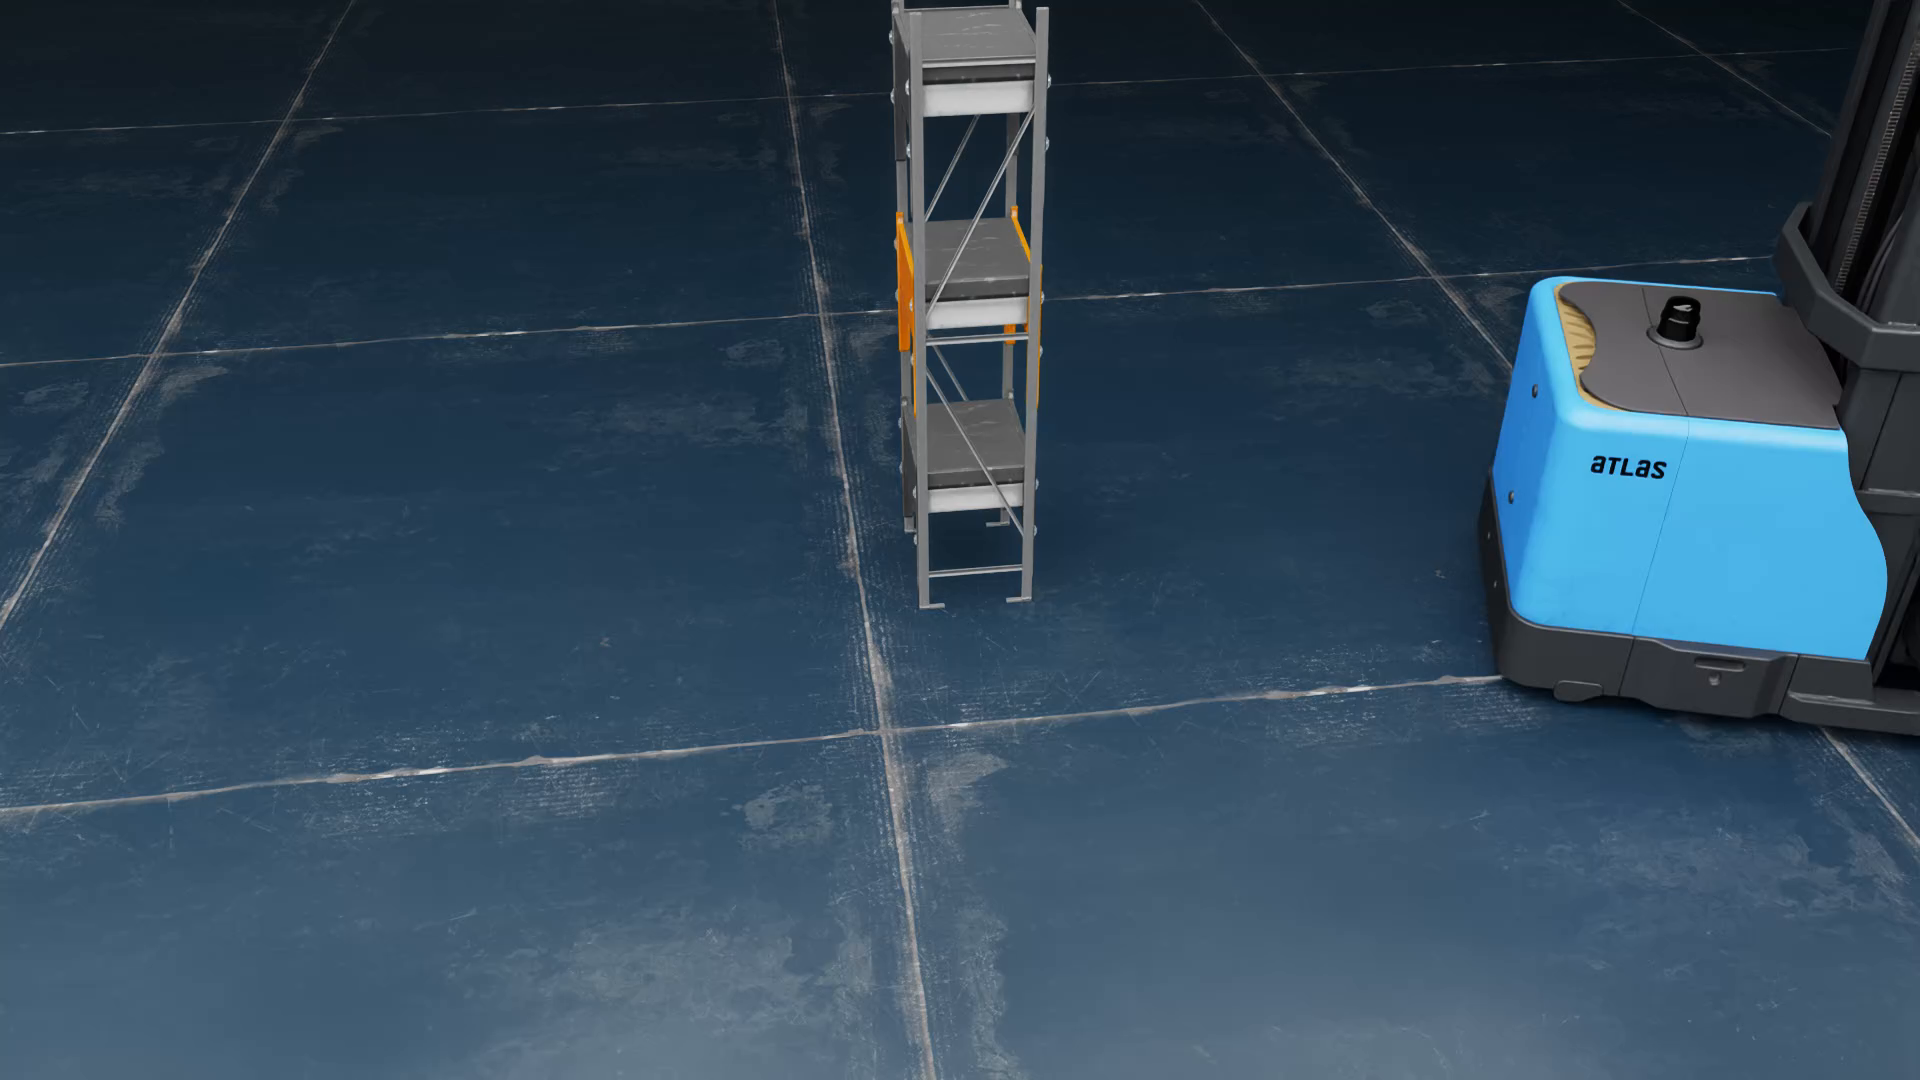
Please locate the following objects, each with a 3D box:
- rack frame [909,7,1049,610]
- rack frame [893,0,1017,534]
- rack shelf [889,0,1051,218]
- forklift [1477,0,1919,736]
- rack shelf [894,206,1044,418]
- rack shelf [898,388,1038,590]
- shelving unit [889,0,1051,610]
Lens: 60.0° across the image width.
[{"bbox_3d":[0.055,-0.639,5.323,0.400,2.100,0.015,-4,35,-6],"label":"rack frame"},{"bbox_3d":[-0.011,-0.911,5.723,0.400,2.100,0.015,-4,35,-6],"label":"rack frame"},{"bbox_3d":[0.022,-1.342,5.137,0.431,0.518,0.480,-4,35,-6],"label":"rack shelf"},{"bbox_3d":[3.341,-0.817,4.847,3.031,2.935,1.130,6,35,9],"label":"forklift"},{"bbox_3d":[0.022,-0.764,5.531,0.431,0.518,0.480,-4,35,-6],"label":"rack shelf"},{"bbox_3d":[0.022,-0.186,5.925,0.431,0.518,0.480,-4,35,-6],"label":"rack shelf"},{"bbox_3d":[0.022,-0.775,5.523,0.431,2.100,0.503,-4,35,-6],"label":"shelving unit"}]
